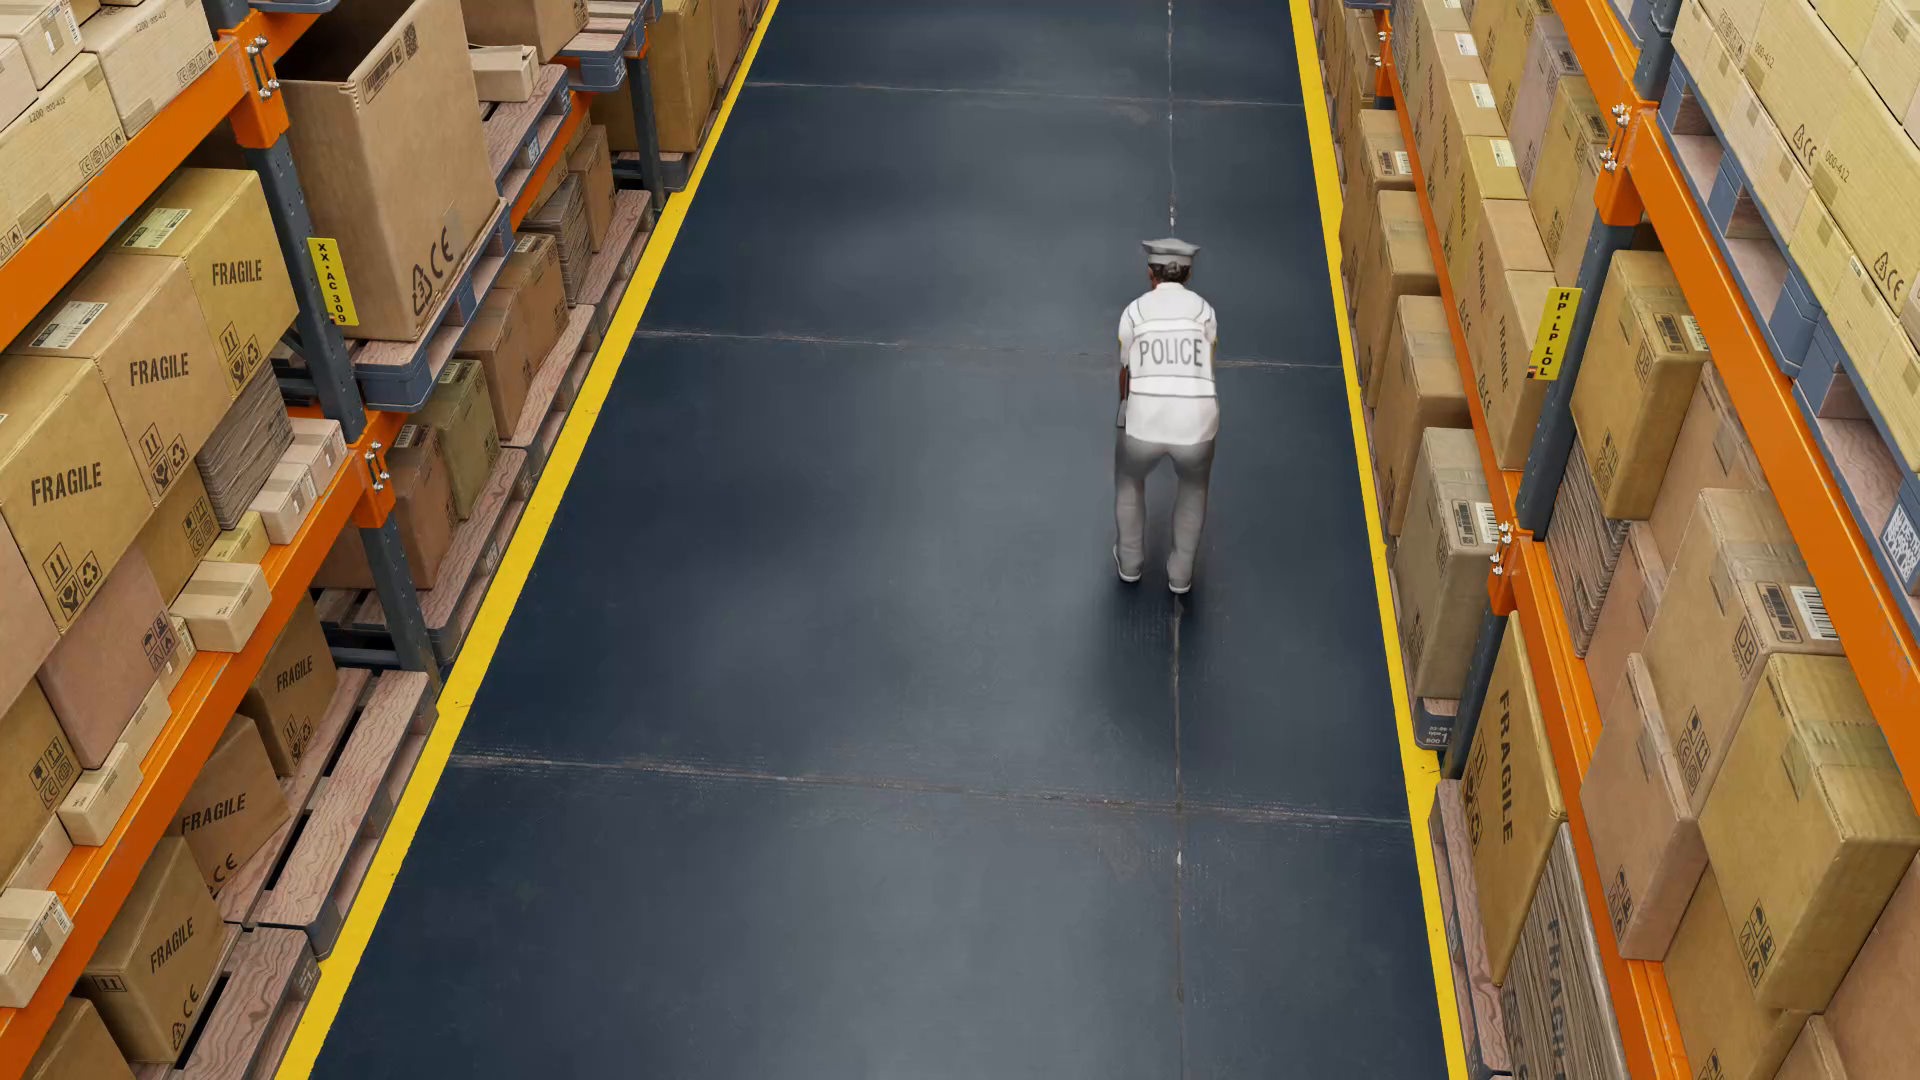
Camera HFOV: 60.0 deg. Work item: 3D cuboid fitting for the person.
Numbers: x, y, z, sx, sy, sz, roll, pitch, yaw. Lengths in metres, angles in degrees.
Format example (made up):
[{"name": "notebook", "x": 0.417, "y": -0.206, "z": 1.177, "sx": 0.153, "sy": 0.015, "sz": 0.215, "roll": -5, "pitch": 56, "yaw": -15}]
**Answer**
[{"name": "person", "x": 0.848, "y": -0.508, "z": 6.950, "sx": 0.416, "sy": 1.420, "sz": 0.811, "roll": 2, "pitch": 40, "yaw": 3}]
